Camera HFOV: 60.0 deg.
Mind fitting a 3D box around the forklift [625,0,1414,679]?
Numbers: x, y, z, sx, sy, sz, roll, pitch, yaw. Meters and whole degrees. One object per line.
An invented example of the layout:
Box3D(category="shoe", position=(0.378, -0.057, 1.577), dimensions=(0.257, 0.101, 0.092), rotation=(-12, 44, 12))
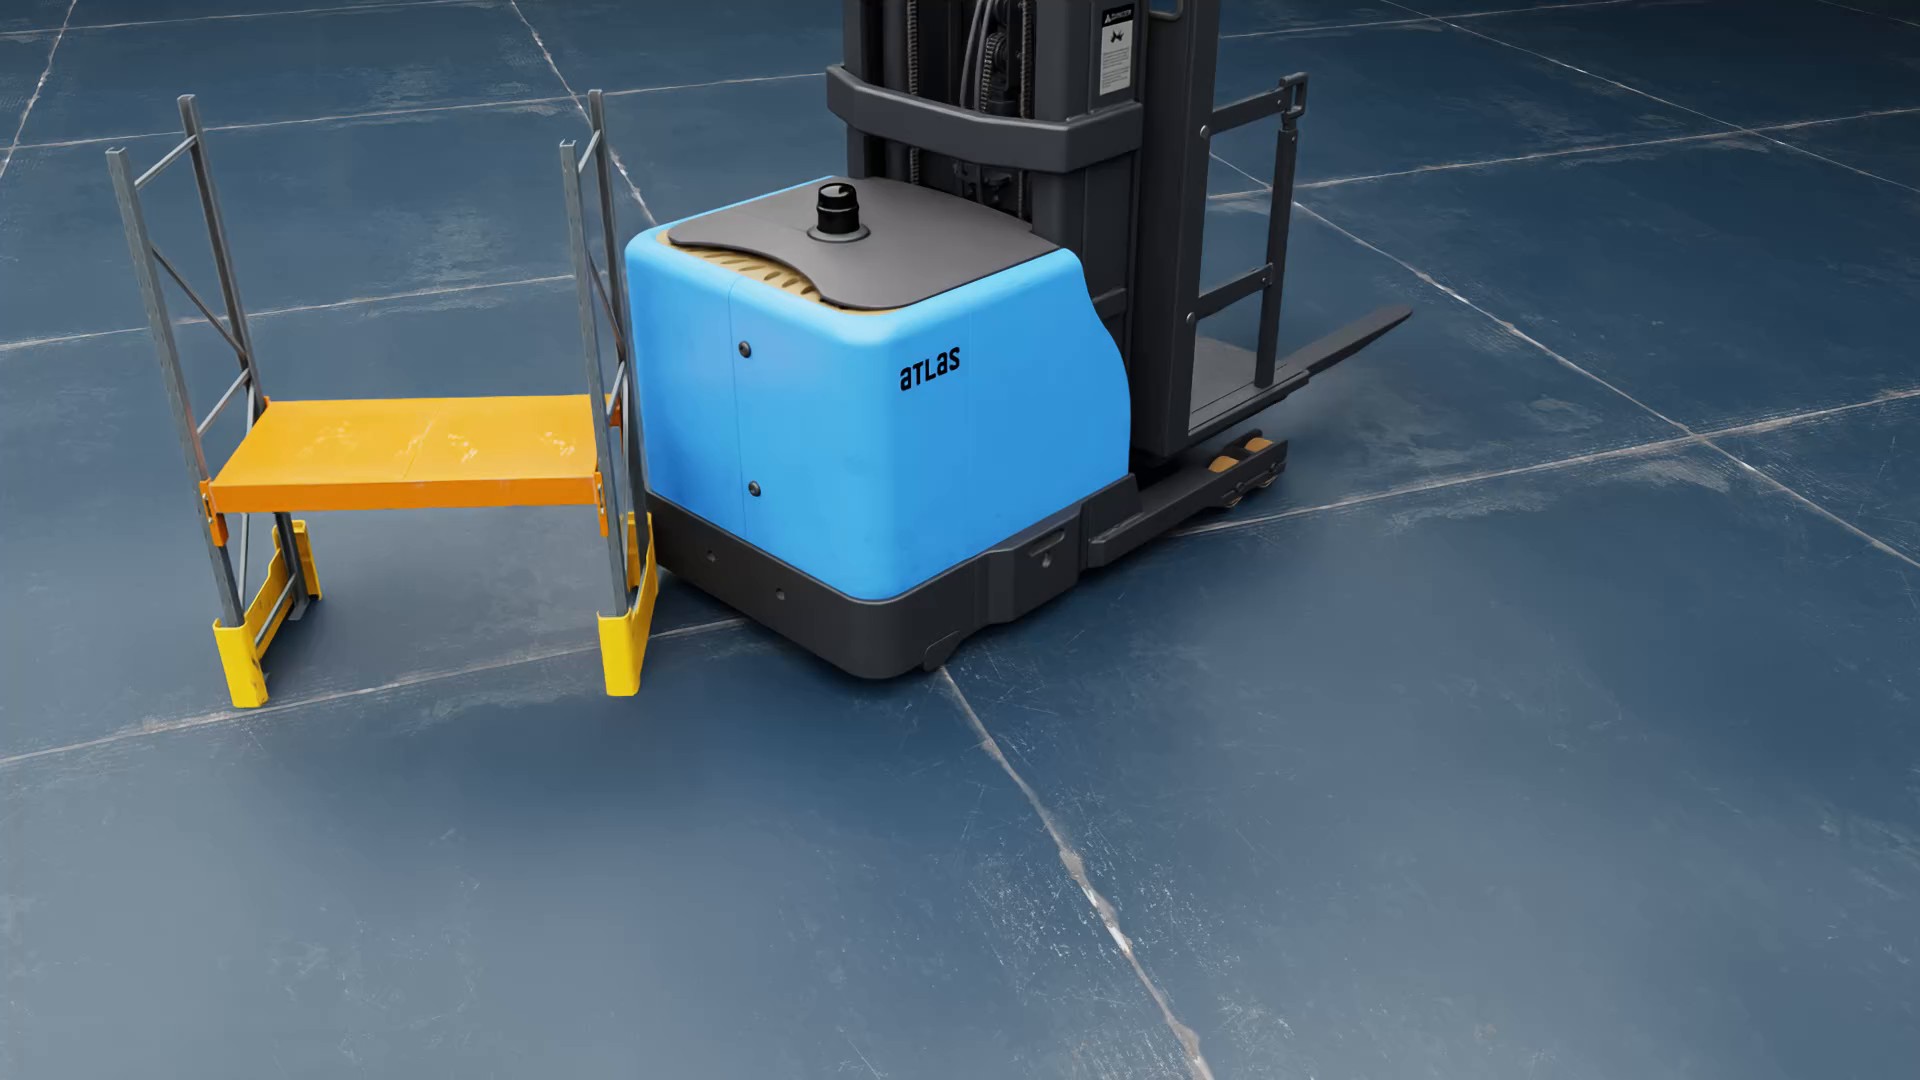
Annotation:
Box3D(category="forklift", position=(0.446, -1.536, 4.986), dimensions=(1.130, 2.935, 3.031), rotation=(25, 38, 37))

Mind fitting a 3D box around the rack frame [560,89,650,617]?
Box3D(category="rack frame", position=(-0.913, -0.372, 4.389), dimensions=(0.032, 1.500, 0.500), rotation=(-1, 30, -3))

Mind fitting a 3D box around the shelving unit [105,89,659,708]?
Box3D(category="shelving unit", position=(-1.430, -0.359, 4.365), dimensions=(1.083, 1.500, 0.587), rotation=(-1, 30, -3))

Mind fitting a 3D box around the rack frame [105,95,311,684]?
Box3D(category="rack frame", position=(-1.929, -0.346, 4.343), dimensions=(0.032, 1.500, 0.500), rotation=(-1, 30, -3))

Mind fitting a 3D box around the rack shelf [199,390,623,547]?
Box3D(category="rack shelf", position=(-1.421, -0.203, 4.455), dimensions=(1.000, 0.185, 0.538), rotation=(-1, 30, -3))

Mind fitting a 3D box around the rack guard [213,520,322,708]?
Box3D(category="rack guard", position=(-1.927, 0.197, 4.652), dimensions=(0.087, 0.250, 0.587), rotation=(-1, 30, -3))

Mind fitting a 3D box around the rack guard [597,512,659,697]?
Box3D(category="rack guard", position=(-0.933, 0.171, 4.697), dimensions=(0.087, 0.250, 0.587), rotation=(-1, 30, -3))
